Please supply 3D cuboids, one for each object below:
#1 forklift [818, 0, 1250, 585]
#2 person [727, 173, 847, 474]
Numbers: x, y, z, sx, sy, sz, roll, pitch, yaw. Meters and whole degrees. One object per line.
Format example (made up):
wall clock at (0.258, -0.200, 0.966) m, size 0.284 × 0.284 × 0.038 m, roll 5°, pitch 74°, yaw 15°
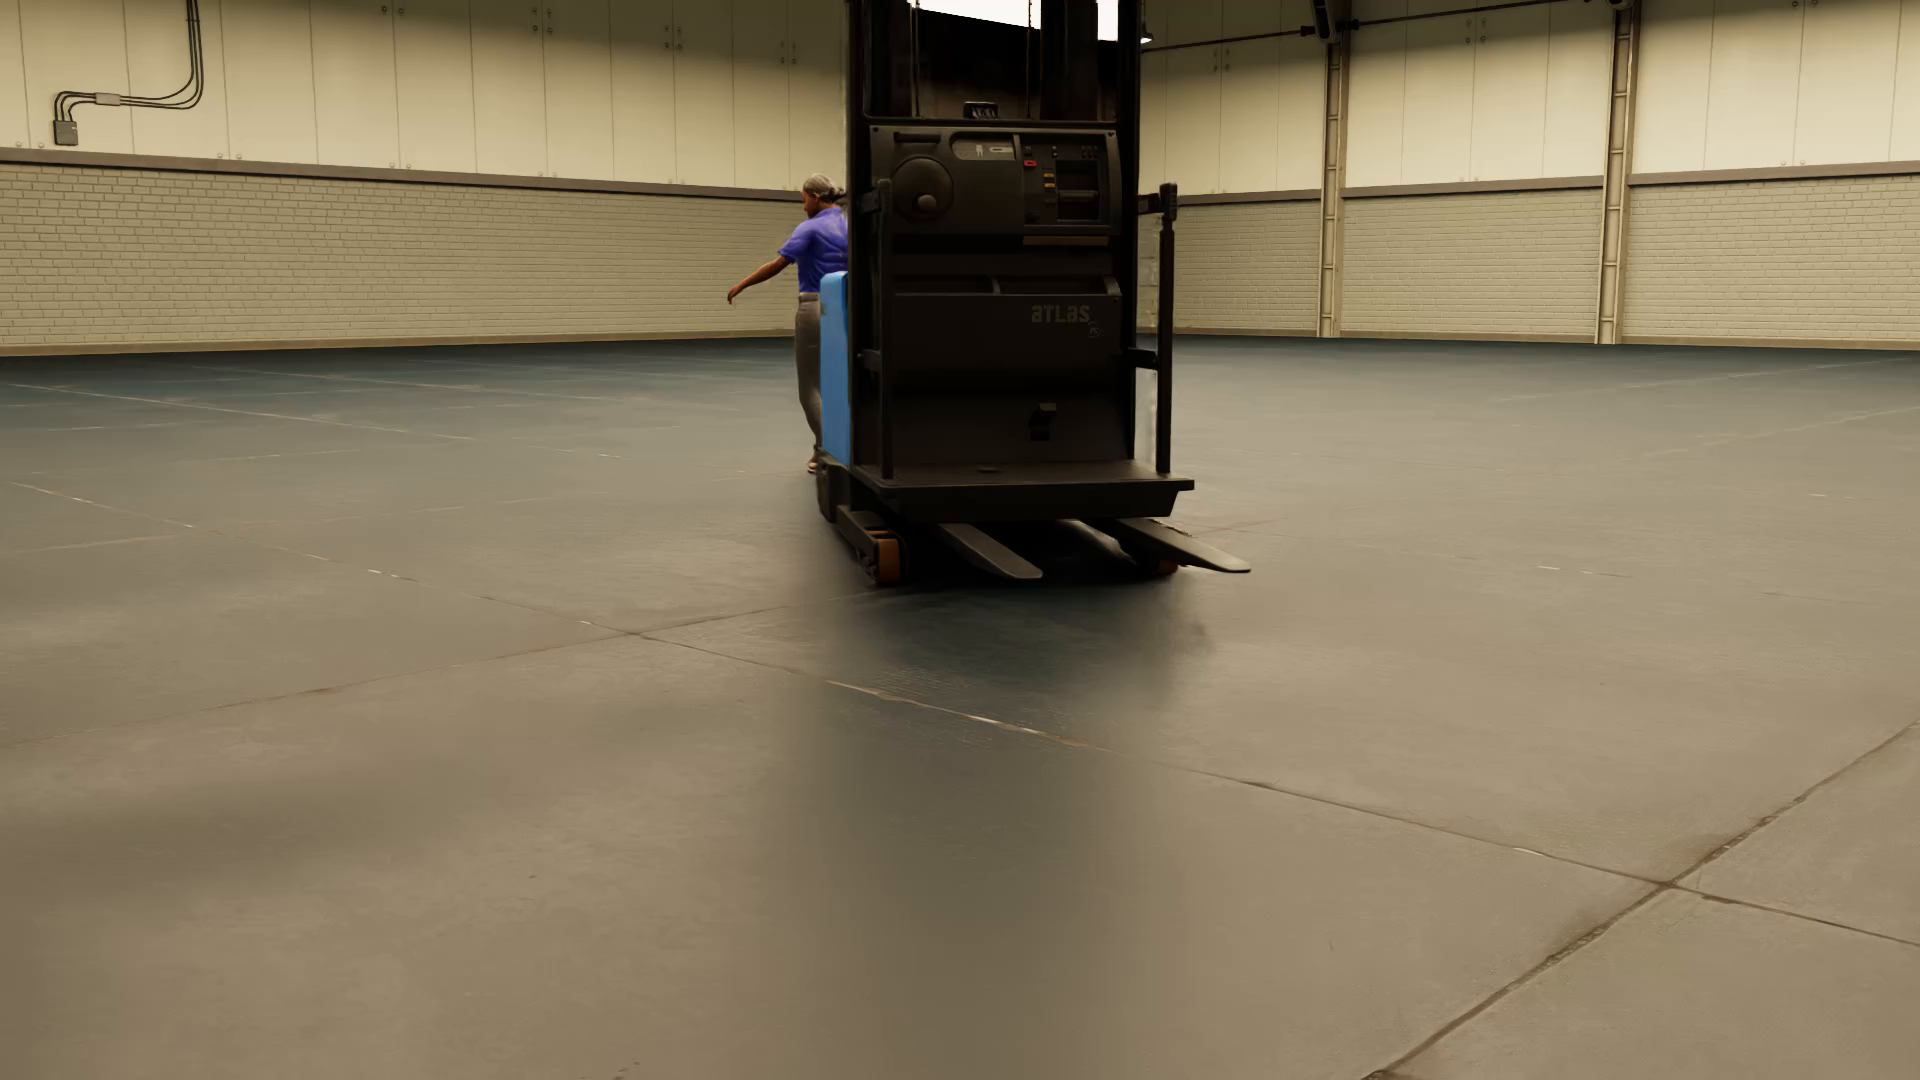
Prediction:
forklift at (0.178, -1.355, 5.869) m, size 1.130 × 2.935 × 3.031 m, roll -2°, pitch 9°, yaw -12°
person at (-0.776, -1.173, 9.210) m, size 0.915 × 1.676 × 0.614 m, roll -8°, pitch 11°, yaw -41°
